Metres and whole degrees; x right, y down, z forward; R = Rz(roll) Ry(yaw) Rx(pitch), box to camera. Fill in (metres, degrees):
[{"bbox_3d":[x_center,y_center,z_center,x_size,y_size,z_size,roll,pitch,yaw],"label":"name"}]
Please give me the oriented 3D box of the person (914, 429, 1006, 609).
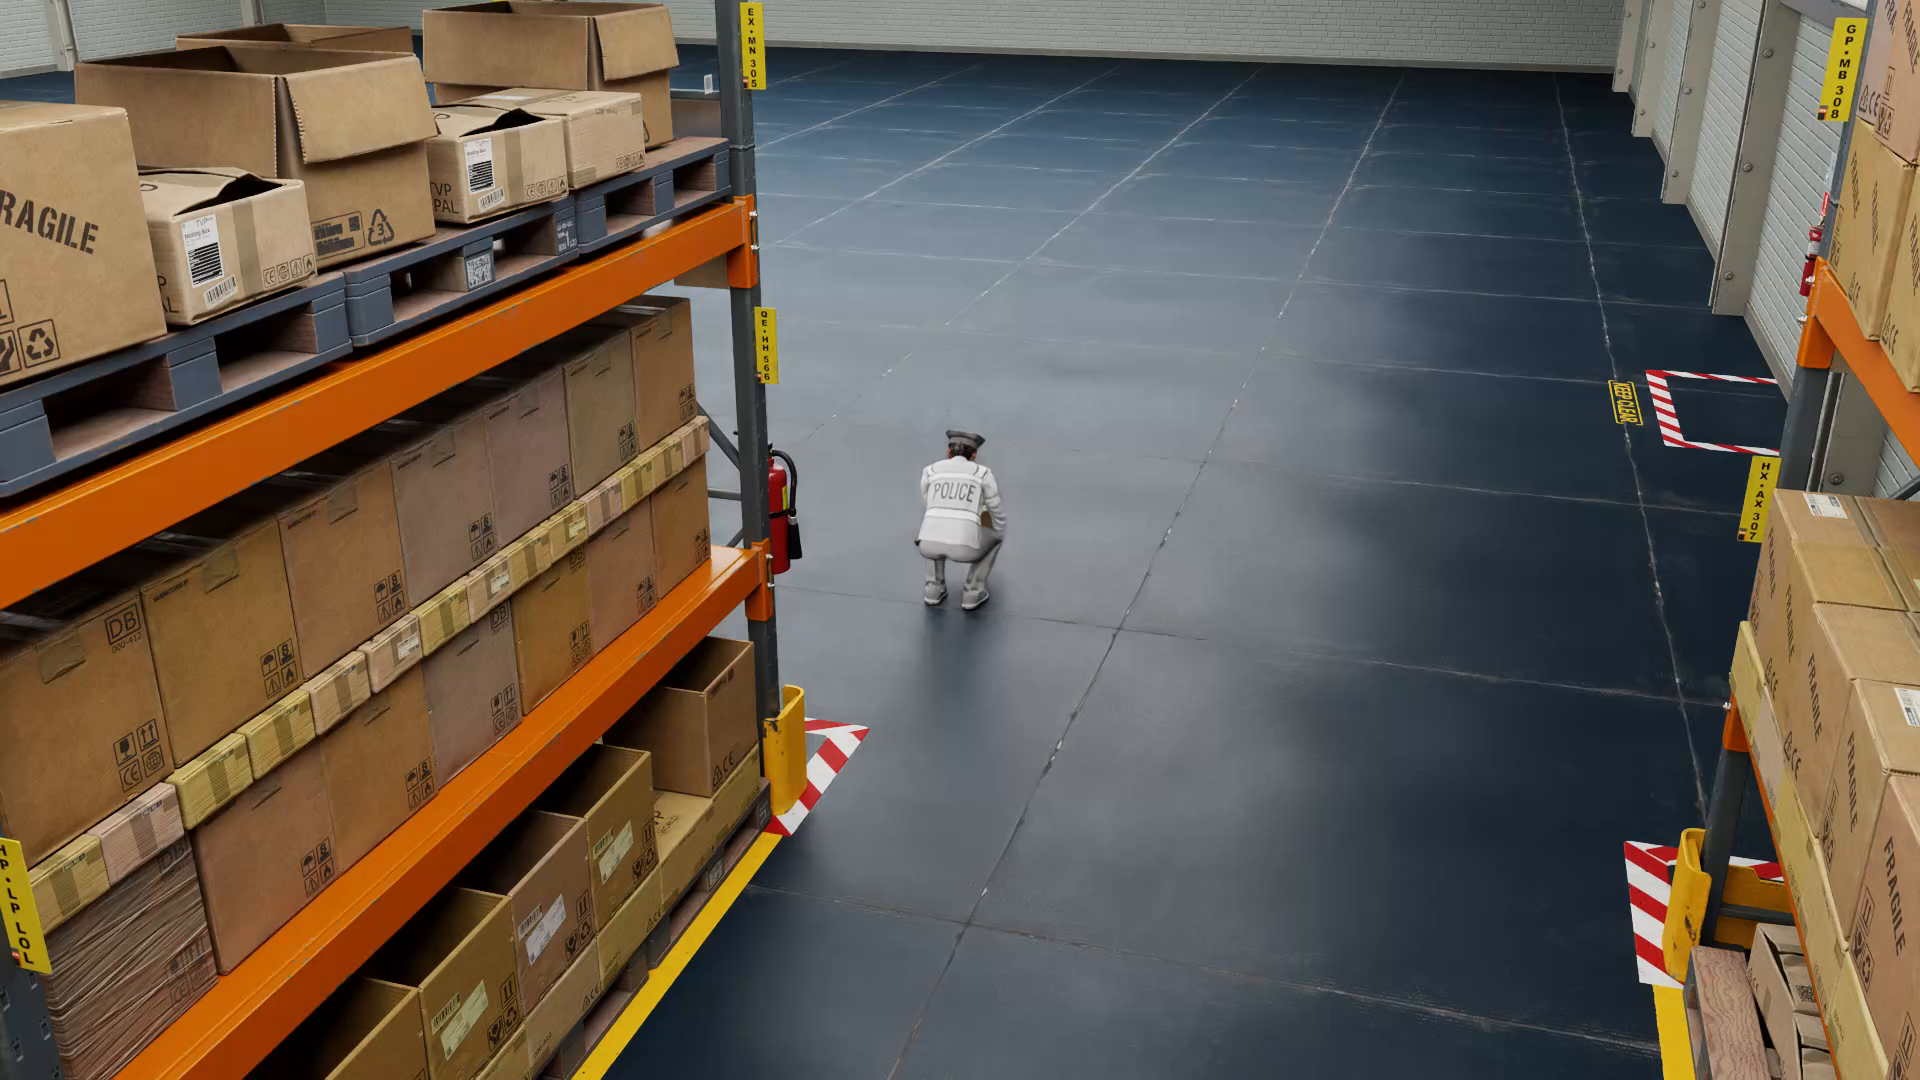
[{"bbox_3d":[-0.010,-0.132,9.859,0.496,0.964,0.822,7,23,16],"label":"person"}]
